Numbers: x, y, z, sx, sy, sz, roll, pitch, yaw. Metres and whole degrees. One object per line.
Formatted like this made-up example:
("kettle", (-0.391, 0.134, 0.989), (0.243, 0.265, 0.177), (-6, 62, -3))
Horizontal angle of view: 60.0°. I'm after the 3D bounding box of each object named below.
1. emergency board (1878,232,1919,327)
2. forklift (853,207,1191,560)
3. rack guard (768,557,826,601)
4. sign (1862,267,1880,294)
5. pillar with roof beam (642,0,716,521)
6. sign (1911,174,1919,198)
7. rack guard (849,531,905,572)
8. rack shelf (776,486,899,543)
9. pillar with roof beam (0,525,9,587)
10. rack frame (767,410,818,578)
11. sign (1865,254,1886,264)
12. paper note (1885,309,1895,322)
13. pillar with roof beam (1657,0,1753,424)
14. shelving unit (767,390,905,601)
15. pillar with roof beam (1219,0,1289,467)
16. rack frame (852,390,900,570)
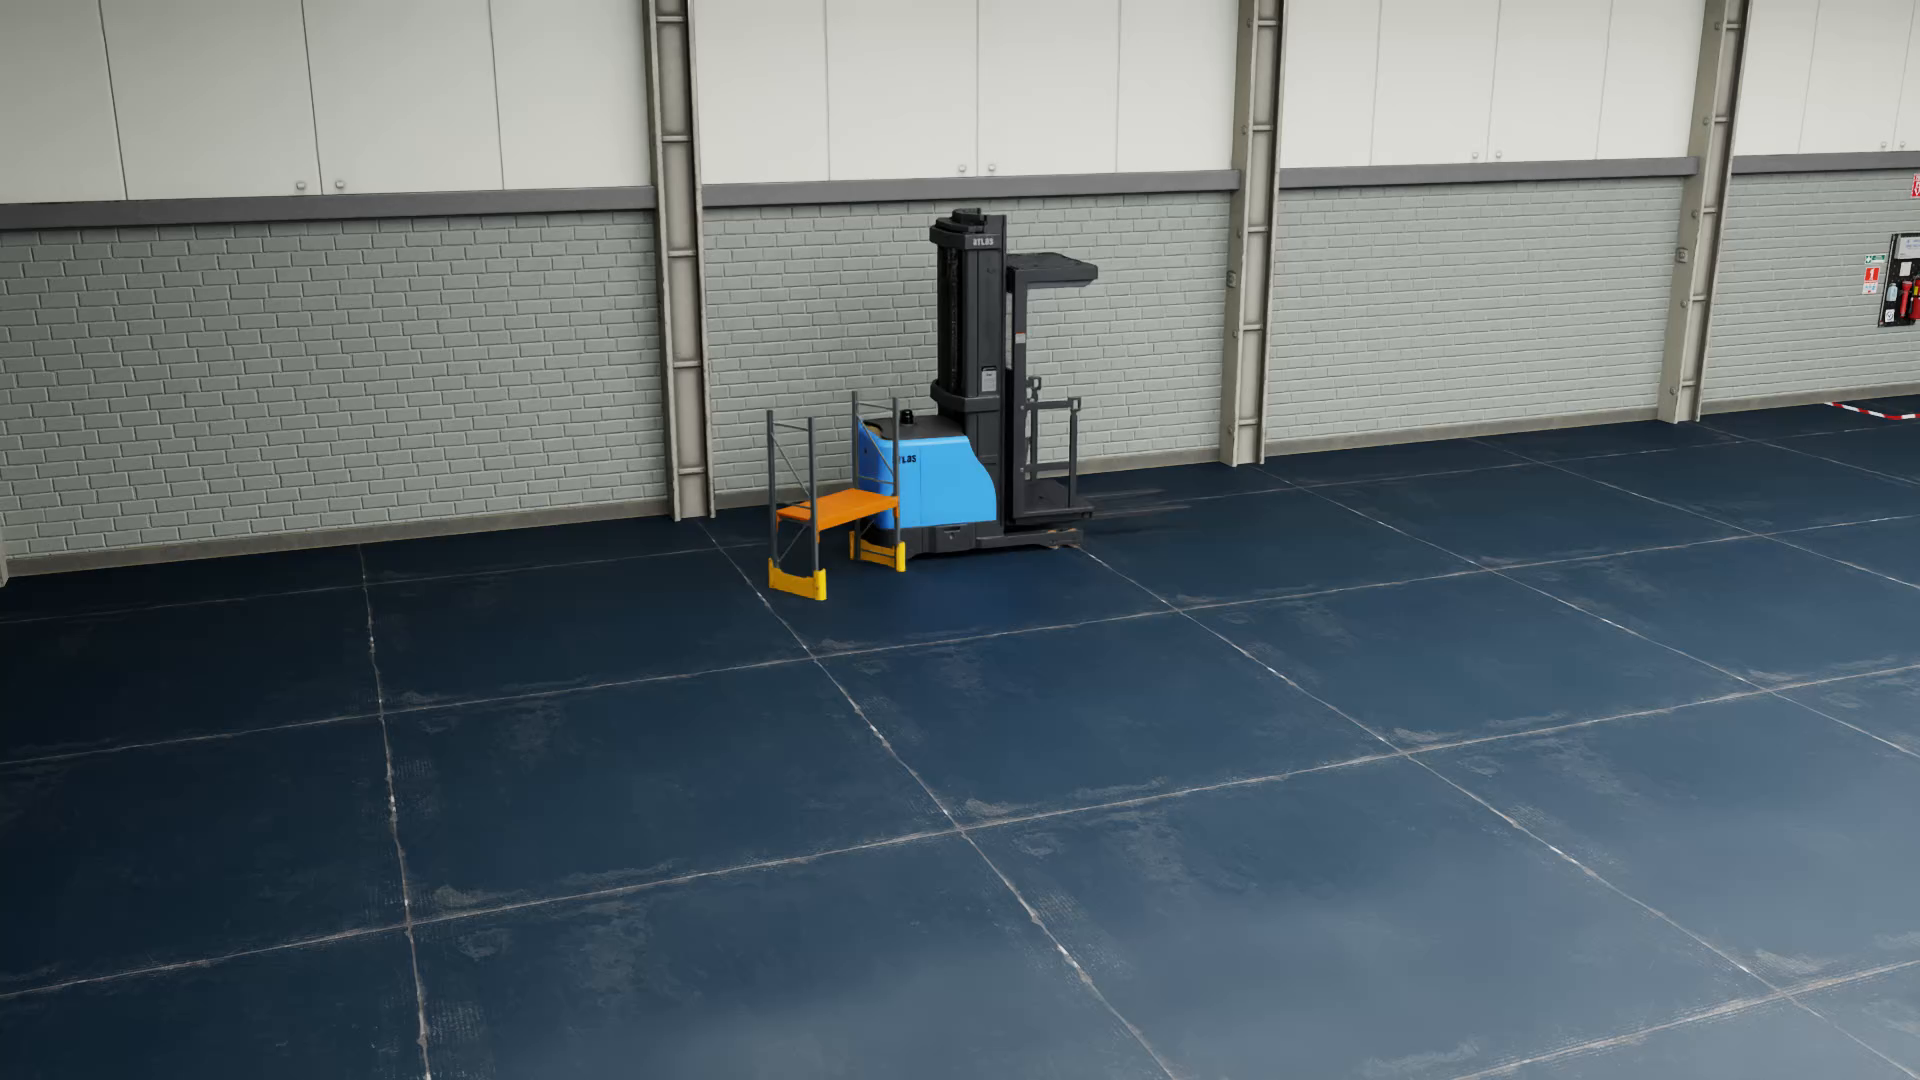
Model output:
("emergency board", (11.922, -3.253, 20.852), (0.643, 1.169, 0.194), (-6, 17, -20))
("forklift", (0.595, -1.460, 14.869), (3.031, 2.935, 1.130), (-5, 17, -17))
("rack guard", (-1.333, 0.315, 13.582), (0.587, 0.250, 0.087), (13, 21, 37))
("sign", (11.369, -3.241, 20.749), (0.234, 0.329, 0.001), (-6, 17, -20))
("pillar with roof beam", (-1.024, -3.423, 10.784), (0.400, 9.000, 9.100), (-6, 17, -20))
("sign", (11.879, -4.391, 20.612), (0.199, 0.298, 0.001), (-6, 17, -20))
("rack guard", (-0.714, 0.095, 14.330), (0.587, 0.250, 0.087), (13, 21, 37))
("rack shelf", (-1.029, -0.220, 13.824), (0.538, 0.185, 1.000), (13, 21, 37))
("pillar with roof beam", (-6.627, -2.818, 8.724), (0.400, 9.000, 9.100), (-6, 17, -20))
("rack frame", (-1.345, -0.280, 13.391), (0.500, 1.500, 0.032), (13, 21, 37))
("sign", (11.376, -3.494, 20.668), (0.331, 0.109, 0.001), (-6, 17, -20))
("paper note", (11.732, -2.831, 20.977), (0.142, 0.148, 0.016), (-6, 17, -20))
("pillar with roof beam", (10.181, -4.633, 14.904), (0.400, 9.000, 9.100), (-6, 17, -20))
("shelving unit", (-1.024, -0.395, 13.780), (0.587, 1.500, 1.083), (13, 21, 37))
("pillar with roof beam", (4.578, -4.028, 12.844), (0.400, 9.000, 9.100), (-6, 17, -20))
("rack frame", (-0.714, -0.505, 14.155), (0.500, 1.500, 0.032), (13, 21, 37))
